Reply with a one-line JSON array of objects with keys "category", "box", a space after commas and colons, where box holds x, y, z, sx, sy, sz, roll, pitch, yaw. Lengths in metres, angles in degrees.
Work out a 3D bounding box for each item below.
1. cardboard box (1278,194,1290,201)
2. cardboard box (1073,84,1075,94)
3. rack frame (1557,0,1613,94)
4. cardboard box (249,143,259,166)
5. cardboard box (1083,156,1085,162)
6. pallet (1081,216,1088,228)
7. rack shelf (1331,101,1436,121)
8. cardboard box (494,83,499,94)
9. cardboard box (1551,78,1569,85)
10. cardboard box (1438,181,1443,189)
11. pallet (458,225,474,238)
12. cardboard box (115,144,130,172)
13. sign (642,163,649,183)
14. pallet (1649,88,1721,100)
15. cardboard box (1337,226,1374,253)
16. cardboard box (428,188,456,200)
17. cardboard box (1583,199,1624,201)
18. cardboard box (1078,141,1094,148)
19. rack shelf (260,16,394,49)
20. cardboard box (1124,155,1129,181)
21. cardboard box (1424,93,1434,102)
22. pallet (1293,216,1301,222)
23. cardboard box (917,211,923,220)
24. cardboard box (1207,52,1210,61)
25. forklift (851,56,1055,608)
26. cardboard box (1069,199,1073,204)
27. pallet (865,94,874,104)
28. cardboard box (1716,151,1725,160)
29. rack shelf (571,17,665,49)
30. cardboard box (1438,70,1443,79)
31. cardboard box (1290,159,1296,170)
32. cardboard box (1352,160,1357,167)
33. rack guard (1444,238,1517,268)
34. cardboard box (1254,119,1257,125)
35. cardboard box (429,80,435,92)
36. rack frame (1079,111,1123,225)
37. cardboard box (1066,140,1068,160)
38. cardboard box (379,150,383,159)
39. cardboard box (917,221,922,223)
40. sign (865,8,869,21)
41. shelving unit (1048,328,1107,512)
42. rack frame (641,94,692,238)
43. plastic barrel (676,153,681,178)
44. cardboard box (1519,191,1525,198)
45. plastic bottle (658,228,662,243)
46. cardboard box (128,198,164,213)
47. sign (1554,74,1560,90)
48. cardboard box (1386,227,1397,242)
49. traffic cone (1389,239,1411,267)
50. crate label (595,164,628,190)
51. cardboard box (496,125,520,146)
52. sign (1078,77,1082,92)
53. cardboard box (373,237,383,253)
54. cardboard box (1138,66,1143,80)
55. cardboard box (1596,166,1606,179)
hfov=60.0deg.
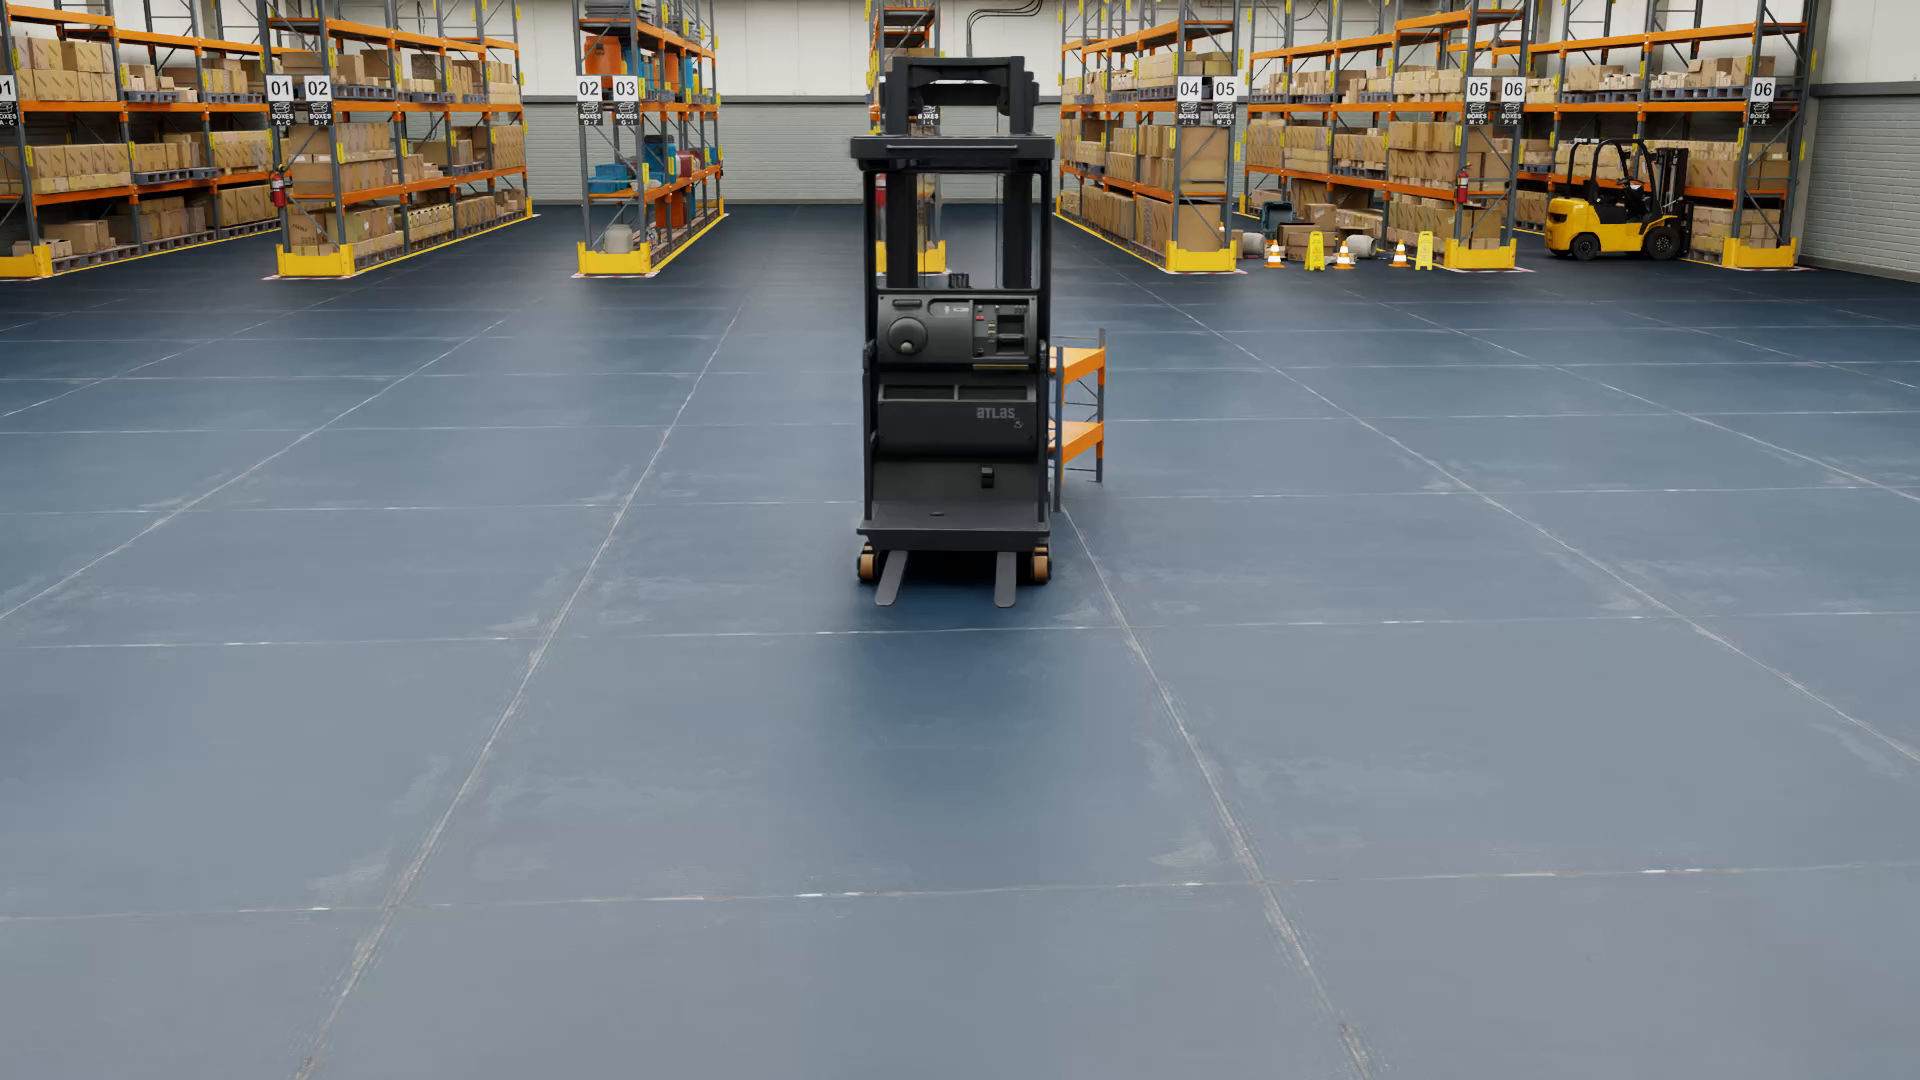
[{"category": "cardboard box", "box": [8.382, -8.295, 41.044, 0.875, 0.438, 0.875, -1, 14, -4]}, {"category": "cardboard box", "box": [3.040, -11.065, 40.790, 0.500, 0.250, 0.500, 0, 14, -1]}, {"category": "rack frame", "box": [13.515, -11.162, 35.851, 1.000, 3.000, 0.127, -1, 14, -3]}, {"category": "cardboard box", "box": [-16.064, -8.631, 37.216, 0.500, 0.500, 0.500, -1, 14, -3]}, {"category": "cardboard box", "box": [3.031, -8.725, 38.078, 0.380, 0.149, 0.250, -1, 14, -4]}, {"category": "pallet", "box": [3.429, -7.529, 39.364, 1.003, 0.211, 1.213, -1, 14, -3]}, {"category": "rack shelf", "box": [8.685, -8.786, 34.080, 1.077, 0.370, 4.000, -1, 14, -3]}, {"category": "cardboard box", "box": [-11.280, -10.741, 39.529, 0.500, 0.250, 0.500, -1, 14, -3]}, {"category": "cardboard box", "box": [13.199, -10.055, 36.471, 0.380, 0.149, 0.250, 0, 14, -2]}, {"category": "cardboard box", "box": [8.700, -6.283, 29.432, 0.380, 0.149, 0.250, -1, 14, -4]}, {"category": "pallet", "box": [-11.225, -6.710, 36.183, 1.003, 0.211, 1.213, -1, 14, -3]}, {"category": "cardboard box", "box": [-15.575, -6.990, 30.429, 0.500, 0.500, 0.500, -1, 14, -4]}, {"category": "sign", "box": [-5.228, -6.102, 27.667, 0.100, 0.325, 0.005, -1, 14, -3]}, {"category": "pallet", "box": [13.842, -8.460, 31.547, 1.003, 0.211, 1.213, -1, 14, -3]}, {"category": "cardboard box", "box": [7.518, -5.688, 31.625, 0.500, 0.500, 0.500, 10, 18, 35]}, {"category": "cardboard box", "box": [-11.584, -7.737, 37.208, 0.500, 0.250, 0.500, -1, 14, -4]}, {"category": "cardboard box", "box": [13.631, -6.825, 34.957, 0.875, 0.625, 0.625, -1, 15, -6]}, {"category": "cardboard box", "box": [2.968, -9.268, 38.996, 0.380, 0.149, 0.250, 0, 14, -2]}, {"category": "rack shelf", "box": [-10.845, -8.746, 28.704, 1.077, 0.370, 4.000, -1, 14, -3]}, {"category": "cardboard box", "box": [3.545, -7.383, 33.000, 0.500, 0.500, 0.500, -1, 14, -4]}, {"category": "cardboard box", "box": [8.616, -7.987, 30.032, 0.380, 0.149, 0.250, -1, 14, -4]}, {"category": "pallet", "box": [8.437, -7.633, 39.770, 1.003, 0.211, 1.213, -1, 14, -3]}, {"category": "cardboard box", "box": [-1.098, -6.187, 32.688, 0.700, 0.500, 0.500, -2, 15, -8]}, {"category": "cardboard box", "box": [4.405, -8.208, 28.247, 0.380, 0.149, 0.250, -1, 14, -3]}, {"category": "forklift", "box": [-0.023, -1.250, 9.501, 1.130, 2.935, 3.031, 1, 14, 2]}, {"category": "cardboard box", "box": [2.991, -8.642, 42.375, 0.380, 0.149, 0.250, -2, 15, -6]}, {"category": "pallet", "box": [-1.422, -9.547, 35.971, 1.213, 0.211, 1.003, 0, 14, -1]}, {"category": "cardboard box", "box": [13.710, -6.841, 29.591, 0.380, 0.149, 0.250, -1, 14, -2]}, {"category": "rack shelf", "box": [-5.901, -8.821, 28.998, 1.077, 0.370, 4.000, -1, 14, -3]}, {"category": "cardboard box", "box": [8.767, -8.305, 29.669, 0.380, 0.149, 0.250, -1, 14, -5]}, {"category": "cardboard box", "box": [8.111, -8.860, 39.241, 0.500, 0.250, 0.500, -1, 14, -5]}, {"category": "cardboard box", "box": [8.440, -7.910, 34.913, 0.380, 0.149, 0.250, 0, 14, 0]}, {"category": "rack guard", "box": [9.052, -4.998, 28.949, 1.175, 0.500, 0.348, -1, 14, -3]}, {"category": "cardboard box", "box": [7.800, -10.793, 42.945, 0.380, 0.149, 0.250, 0, 14, -2]}, {"category": "cardboard box", "box": [-11.133, -9.346, 34.269, 0.500, 0.250, 0.500, -2, 15, -8]}, {"category": "rack frame", "box": [3.379, -9.073, 39.769, 1.000, 3.000, 0.127, -1, 14, -3]}, {"category": "cardboard box", "box": [2.960, -9.889, 42.145, 0.500, 0.500, 0.500, -1, 14, -3]}, {"category": "cardboard box", "box": [-10.689, -6.986, 30.156, 0.380, 0.149, 0.250, -1, 14, -4]}, {"category": "cardboard box", "box": [-0.947, -5.489, 30.016, 0.500, 0.500, 0.500, 0, 14, 2]}, {"category": "sign", "box": [-2.379, -13.444, 42.524, 0.100, 0.325, 0.005, -1, 14, -3]}, {"category": "shelving unit", "box": [0.628, -0.877, 11.676, 0.538, 1.125, 1.048, 5, 15, 20]}, {"category": "rack frame", "box": [-6.273, -7.950, 35.405, 1.000, 3.000, 0.127, -1, 14, -3]}, {"category": "plastic barrel", "box": [-5.996, -7.752, 34.410, 0.421, 0.512, 0.421, 0, 14, 0]}, {"category": "cardboard box", "box": [13.178, -8.013, 38.522, 0.380, 0.149, 0.250, -2, 15, -6]}, {"category": "plastic bottle", "box": [-5.666, -5.738, 31.377, 0.061, 0.283, 0.133, 0, 14, -1]}, {"category": "cardboard box", "box": [-16.042, -6.590, 32.746, 0.500, 0.250, 0.500, -1, 14, -5]}, {"category": "sign", "box": [12.974, -9.952, 36.130, 0.100, 0.325, 0.005, -1, 14, -3]}, {"category": "cardboard box", "box": [8.576, -5.906, 32.135, 0.500, 0.250, 0.500, -2, 15, -6]}, {"category": "traffic cone", "box": [7.743, -5.048, 29.219, 0.336, 0.463, 0.334, -1, 14, -3]}, {"category": "crate label", "box": [-6.161, -6.431, 29.431, 0.502, 0.435, 0.616, -1, 14, -3]}, {"category": "cardboard box", "box": [-11.378, -10.165, 41.806, 0.500, 0.500, 0.500, 0, 14, -2]}, {"category": "sign", "box": [2.838, -10.766, 39.291, 0.100, 0.325, 0.005, -1, 14, -3]}, {"category": "cardboard box", "box": [-10.624, -5.267, 29.651, 0.500, 0.250, 0.500, -1, 14, -3]}, {"category": "cardboard box", "box": [3.626, -8.733, 31.090, 0.500, 0.250, 0.500, -1, 14, -3]}, {"category": "cardboard box", "box": [13.434, -7.560, 34.190, 0.500, 0.250, 0.500, -1, 14, -3]}]
